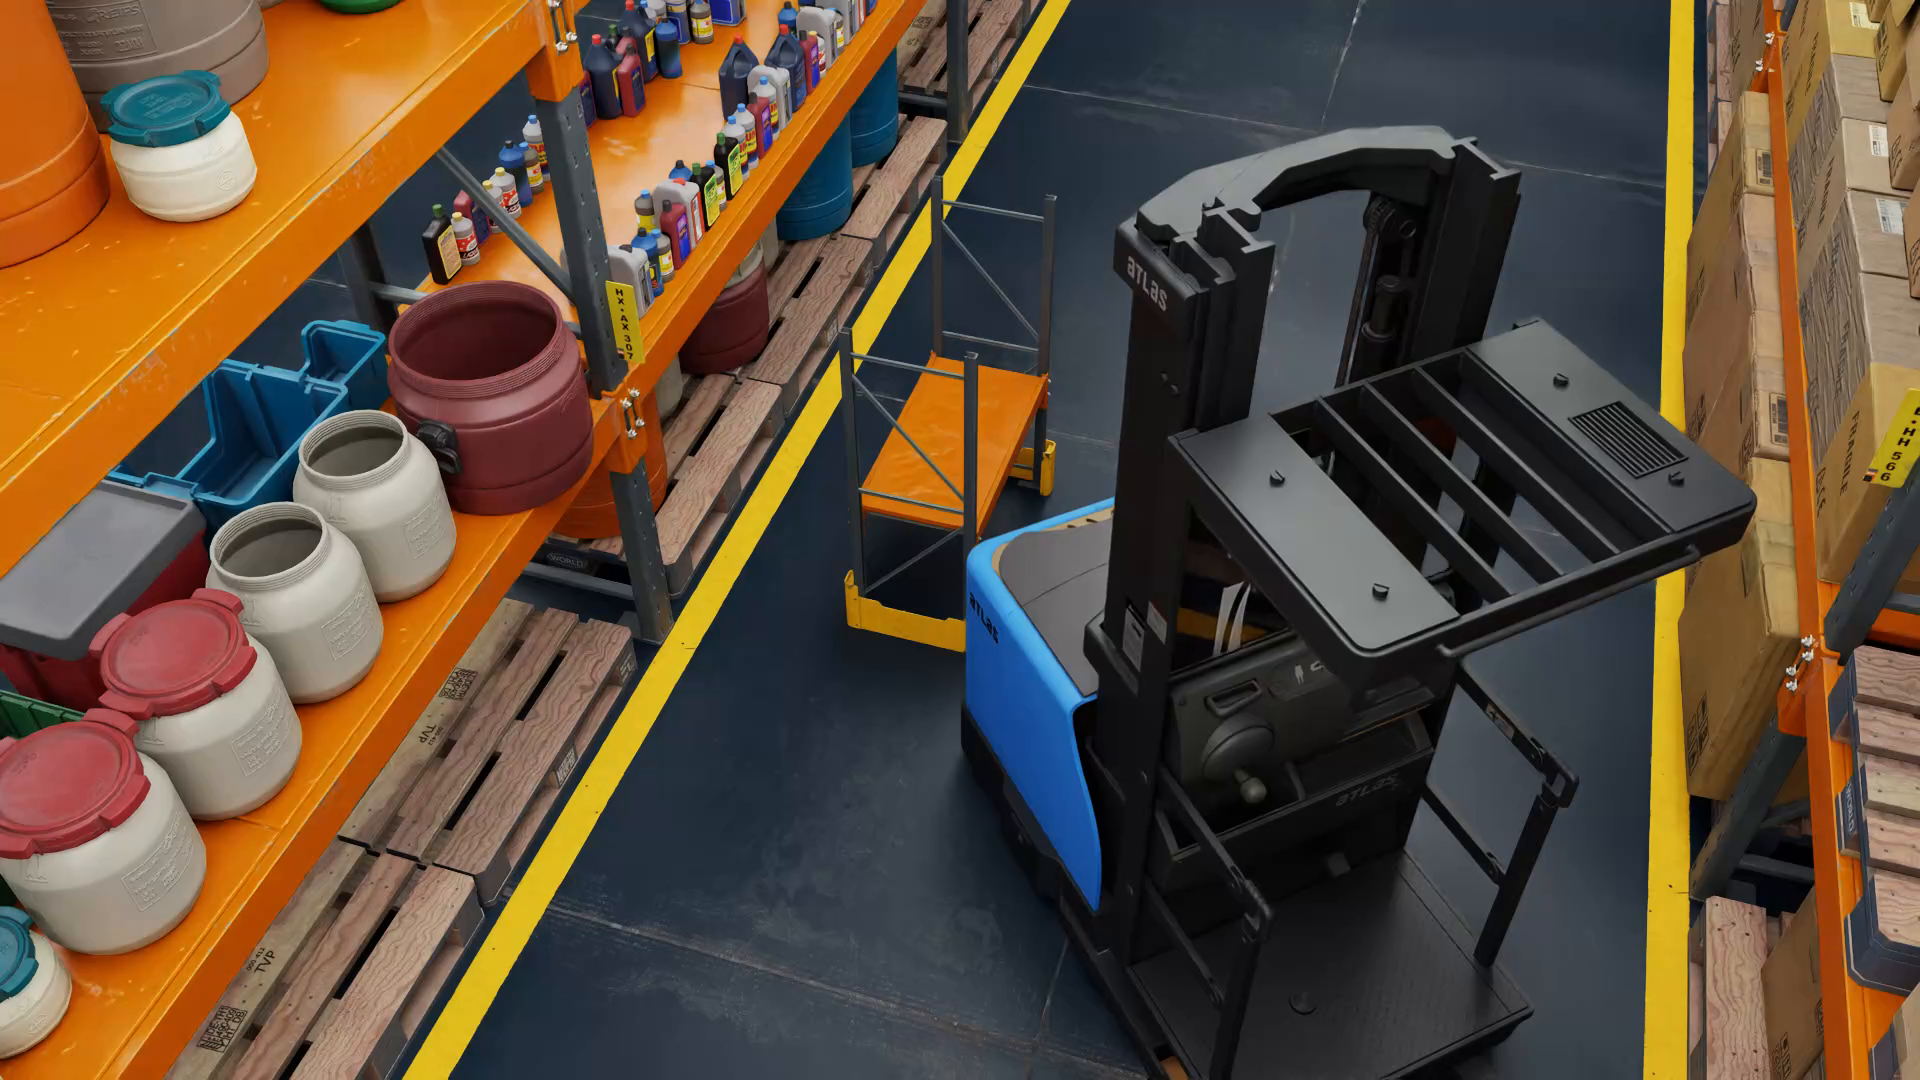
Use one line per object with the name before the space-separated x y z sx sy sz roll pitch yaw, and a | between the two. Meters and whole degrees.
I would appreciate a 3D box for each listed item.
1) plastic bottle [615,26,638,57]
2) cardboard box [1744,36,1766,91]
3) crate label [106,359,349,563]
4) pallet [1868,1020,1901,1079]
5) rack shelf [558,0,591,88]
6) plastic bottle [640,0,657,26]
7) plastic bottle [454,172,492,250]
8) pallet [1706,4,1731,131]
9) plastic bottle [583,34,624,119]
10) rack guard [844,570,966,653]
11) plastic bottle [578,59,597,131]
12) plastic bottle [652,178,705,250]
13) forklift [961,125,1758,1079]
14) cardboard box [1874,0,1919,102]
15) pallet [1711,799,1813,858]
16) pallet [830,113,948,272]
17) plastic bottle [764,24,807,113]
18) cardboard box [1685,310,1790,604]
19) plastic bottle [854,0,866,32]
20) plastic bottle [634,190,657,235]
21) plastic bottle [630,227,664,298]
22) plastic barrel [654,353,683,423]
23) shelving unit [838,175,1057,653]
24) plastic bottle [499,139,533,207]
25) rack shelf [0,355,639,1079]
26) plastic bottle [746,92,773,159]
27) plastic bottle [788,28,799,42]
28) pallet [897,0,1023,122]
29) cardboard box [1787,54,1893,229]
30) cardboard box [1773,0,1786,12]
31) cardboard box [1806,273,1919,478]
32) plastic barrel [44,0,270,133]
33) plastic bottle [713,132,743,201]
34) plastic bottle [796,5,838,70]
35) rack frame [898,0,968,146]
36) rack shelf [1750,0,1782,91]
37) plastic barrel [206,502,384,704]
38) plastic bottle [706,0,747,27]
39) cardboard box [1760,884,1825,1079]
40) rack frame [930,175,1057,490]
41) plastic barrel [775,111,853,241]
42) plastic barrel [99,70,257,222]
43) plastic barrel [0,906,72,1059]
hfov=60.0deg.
plastic bottle | -1.444 -2.068 7.201 0.061 0.283 0.133 13 46 13
cardboard box | 4.548 -2.220 8.492 0.875 0.875 0.875 13 46 13
crate label | -2.219 -0.197 5.180 0.502 0.435 0.616 13 46 13
pallet | 2.500 1.657 3.448 1.003 0.211 1.213 13 46 13
rack shelf | -1.055 -2.937 6.375 1.077 0.370 4.000 13 46 13
plastic bottle | -1.394 -2.273 7.419 0.097 0.271 0.097 0 44 0
plastic bottle | -1.874 -1.261 6.377 0.061 0.283 0.133 13 46 13
pallet | 4.944 -2.716 9.773 1.003 0.211 1.213 13 46 12
plastic bottle | -1.510 -1.991 7.074 0.144 0.351 0.185 13 46 13
rack guard | -0.174 0.293 6.670 0.587 0.250 0.087 13 46 13
plastic bottle | -1.598 -1.869 6.998 0.061 0.283 0.133 13 46 13
plastic bottle | -1.081 -1.273 6.394 0.152 0.276 0.135 13 46 13
forklift | 1.097 0.525 4.517 1.130 2.935 3.031 -19 47 -18
cardboard box | 3.867 -1.918 6.176 0.797 0.503 0.637 13 46 13
pallet | 3.371 0.747 6.235 1.003 0.211 1.213 13 46 13
pallet | -0.722 -1.953 8.994 1.003 0.211 1.213 13 46 13
plastic bottle | -0.749 -2.021 7.105 0.144 0.351 0.185 13 46 13
cardboard box | 3.566 -0.179 6.406 1.225 0.875 0.875 13 46 13
plastic bottle | -0.524 -2.500 7.648 0.152 0.276 0.135 13 46 13
plastic bottle | -1.206 -1.260 6.434 0.097 0.201 0.097 0 44 0
plastic bottle | -1.160 -1.035 6.153 0.097 0.271 0.097 0 44 0
plastic barrel | -1.443 -0.775 7.275 0.421 0.512 0.421 0 44 0
shelving unit | -0.023 -0.485 6.573 0.587 1.500 1.083 13 46 13
plastic bottle | -1.763 -1.460 6.588 0.097 0.271 0.097 0 44 0
rack shelf | -2.266 0.801 4.700 1.077 0.370 4.000 13 46 13
plastic bottle | -0.828 -1.728 6.853 0.061 0.283 0.133 13 46 13
plastic bottle | -0.742 -2.095 7.237 0.097 0.271 0.097 0 44 0
pallet | -0.263 -2.957 10.020 1.003 0.211 1.213 13 46 13
cardboard box | 3.591 -1.520 6.486 0.500 0.500 0.500 12 46 12
cardboard box | 4.052 -2.589 7.830 0.380 0.149 0.250 13 46 13
cardboard box | 3.130 -0.488 5.432 0.500 0.500 0.500 12 46 12
plastic barrel | -2.116 -1.539 4.074 0.600 0.901 0.600 0 44 0
plastic bottle | -0.927 -1.509 6.630 0.061 0.283 0.133 13 46 13
plastic bottle | -0.635 -2.256 7.398 0.152 0.276 0.135 13 46 13
rack frame | -0.449 -3.455 8.535 1.000 3.000 0.127 13 46 13
rack shelf | 4.877 -3.482 9.077 1.077 0.370 4.000 13 46 13
plastic barrel | -1.896 0.183 4.738 0.421 0.512 0.421 0 44 0
plastic bottle | -1.088 -2.534 7.682 0.152 0.276 0.135 13 46 13
cardboard box | 2.876 1.447 4.998 0.700 0.500 0.500 10 45 10
rack frame | 0.128 -0.818 6.913 0.500 1.500 0.032 13 46 13
plastic barrel | -0.844 -2.024 8.273 0.600 0.901 0.708 13 46 13
plastic barrel | -1.823 -0.915 3.893 0.301 0.262 0.301 0 44 0
plastic barrel | -2.325 1.077 4.003 0.301 0.262 0.301 0 44 0
